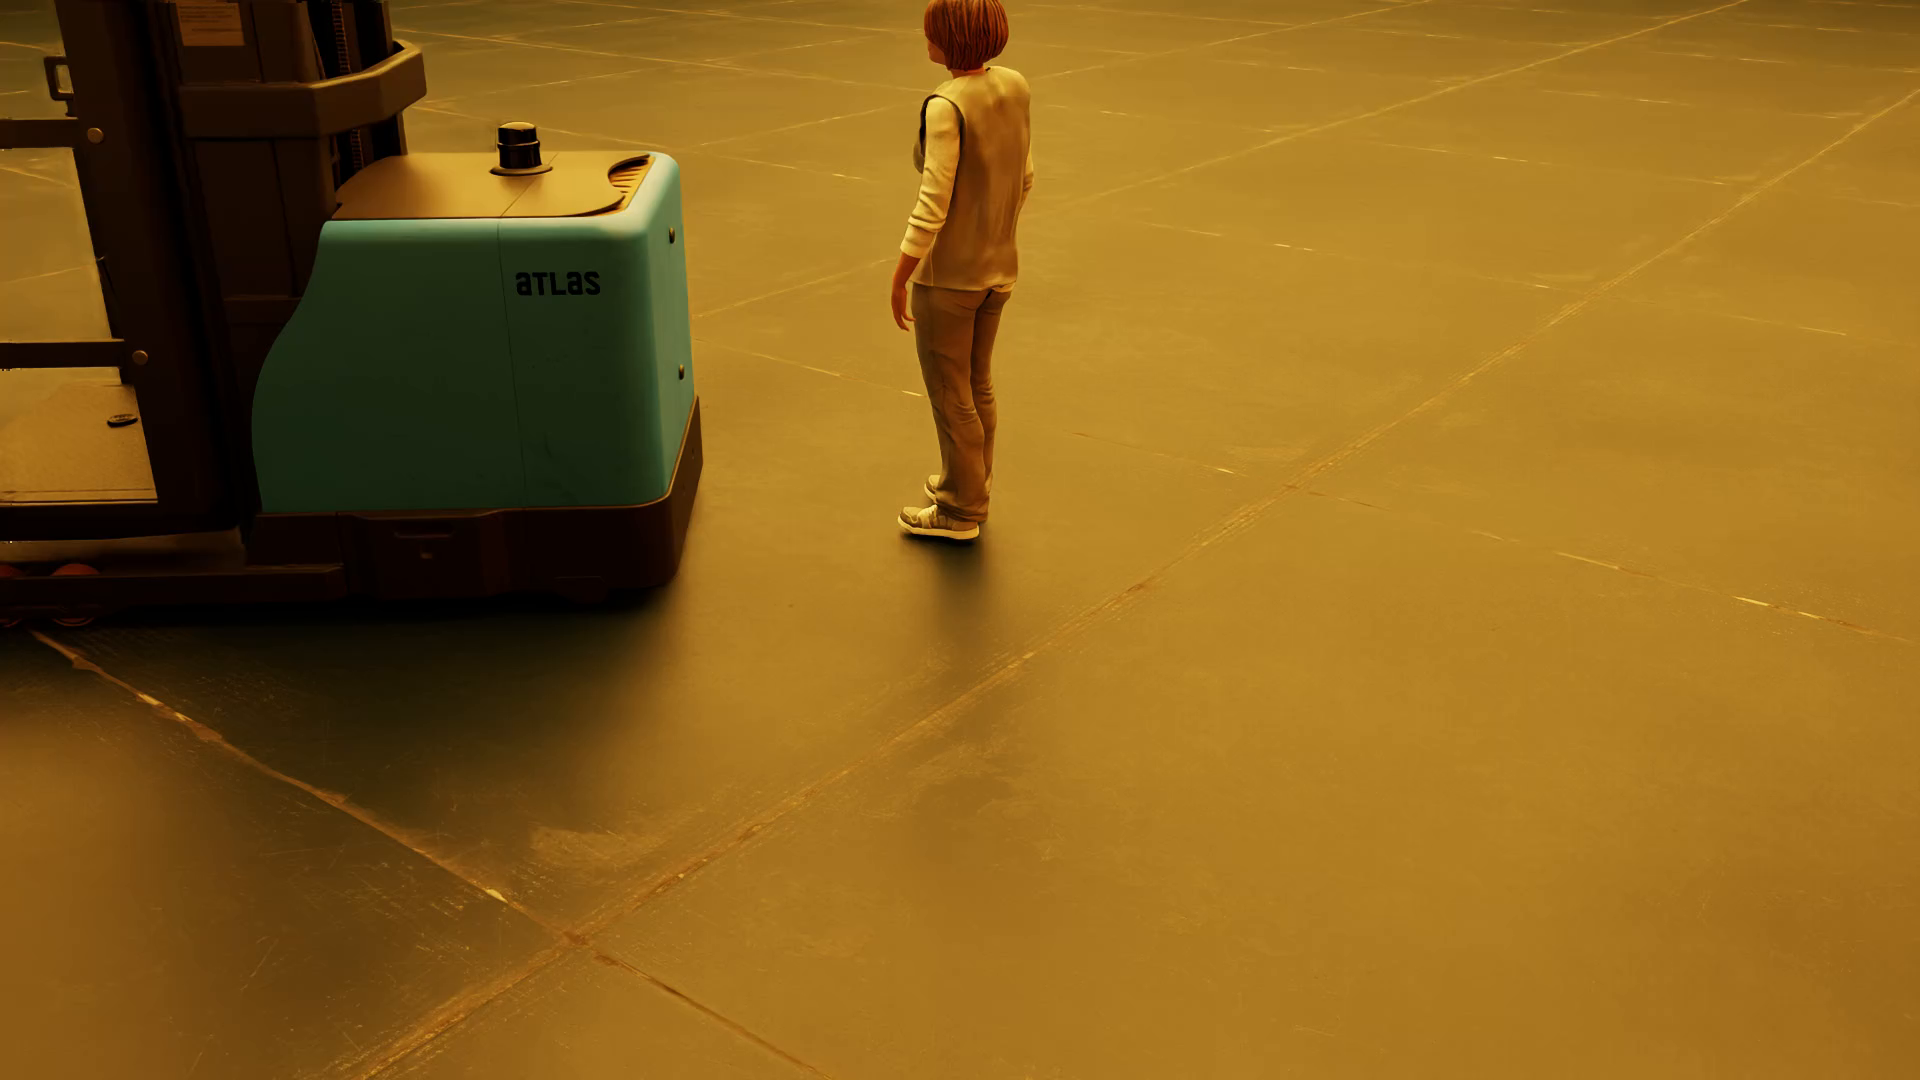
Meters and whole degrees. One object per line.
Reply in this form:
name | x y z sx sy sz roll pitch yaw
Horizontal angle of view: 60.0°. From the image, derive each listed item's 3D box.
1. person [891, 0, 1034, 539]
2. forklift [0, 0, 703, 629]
person | -0.050 -0.762 4.745 0.474 1.598 0.519 17 29 34
forklift | -2.324 -1.323 4.382 3.031 2.935 1.130 -1 23 -3
